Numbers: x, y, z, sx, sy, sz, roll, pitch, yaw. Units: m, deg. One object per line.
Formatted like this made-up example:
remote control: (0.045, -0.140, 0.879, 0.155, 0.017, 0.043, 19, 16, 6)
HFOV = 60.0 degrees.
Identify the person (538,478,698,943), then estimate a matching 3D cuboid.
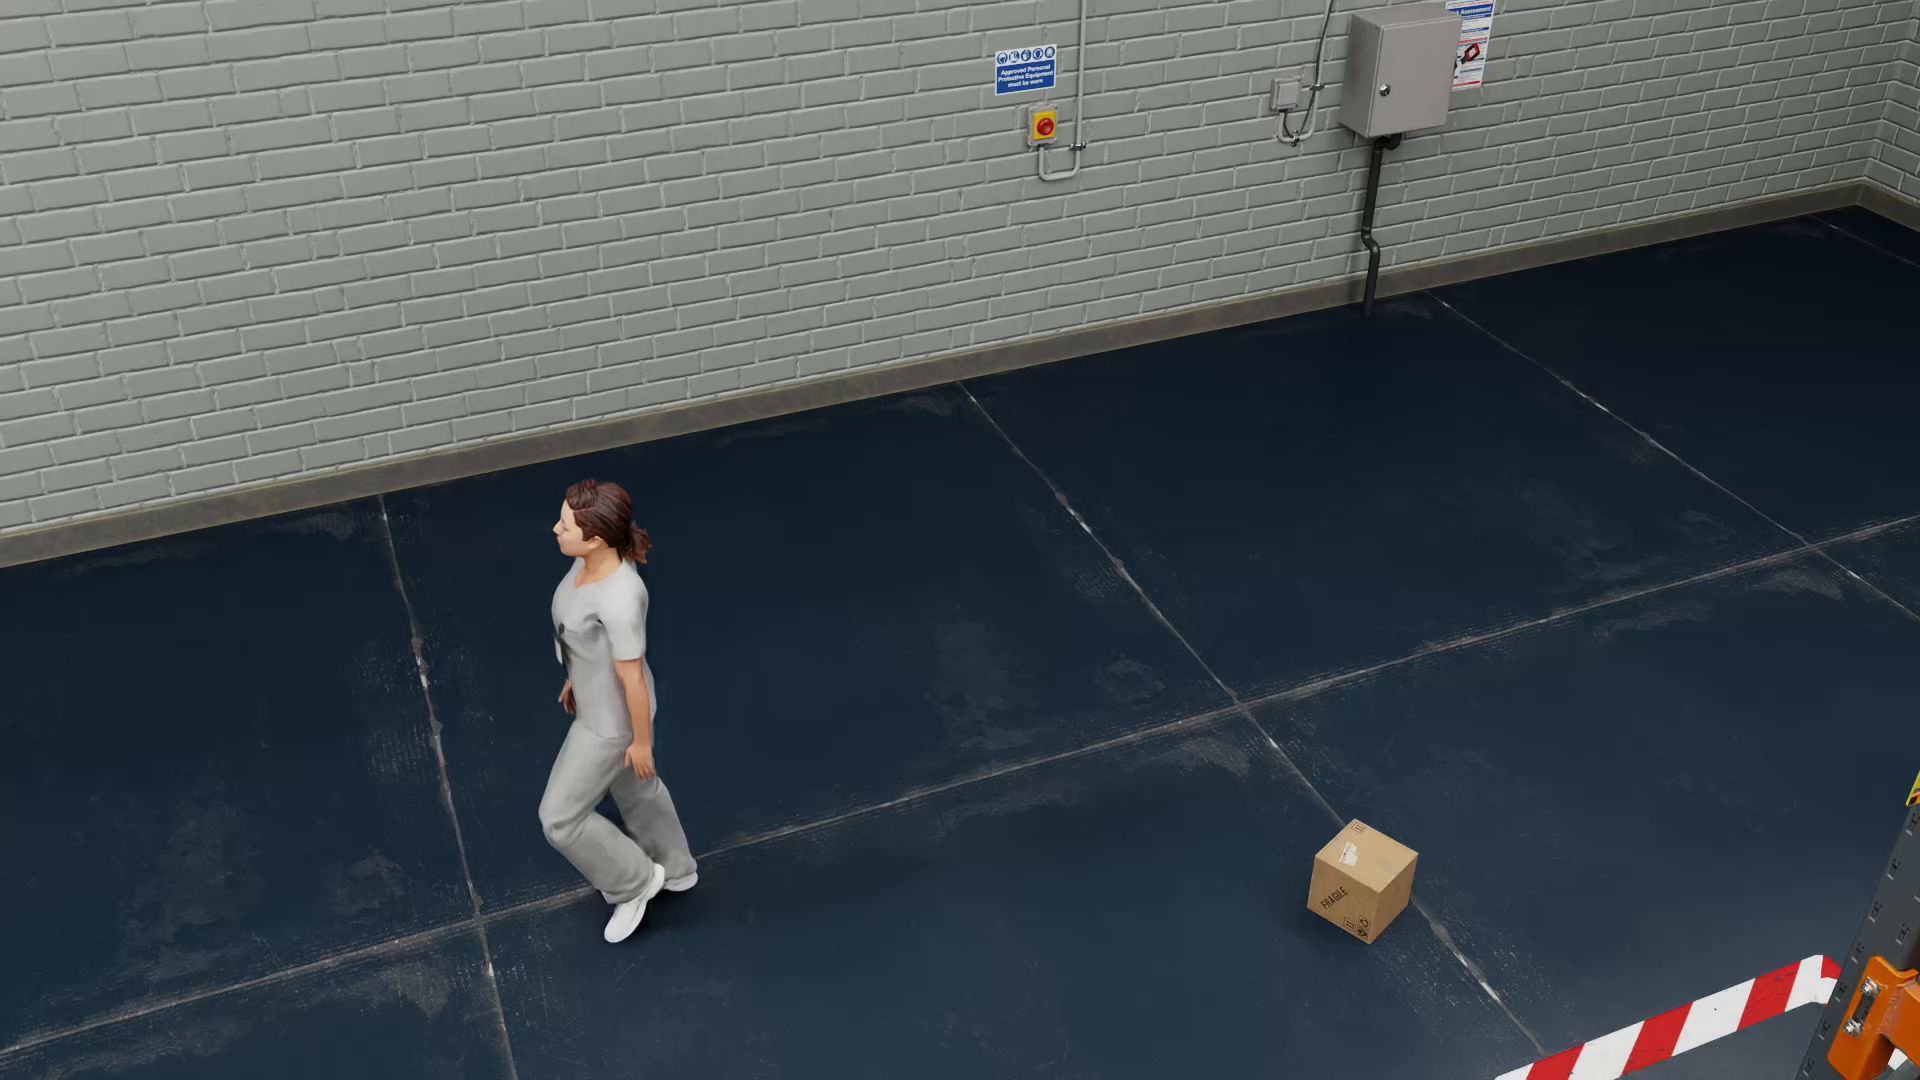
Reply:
person: (-1.140, 0.555, 5.283, 0.486, 1.694, 0.477, -9, 35, -14)
